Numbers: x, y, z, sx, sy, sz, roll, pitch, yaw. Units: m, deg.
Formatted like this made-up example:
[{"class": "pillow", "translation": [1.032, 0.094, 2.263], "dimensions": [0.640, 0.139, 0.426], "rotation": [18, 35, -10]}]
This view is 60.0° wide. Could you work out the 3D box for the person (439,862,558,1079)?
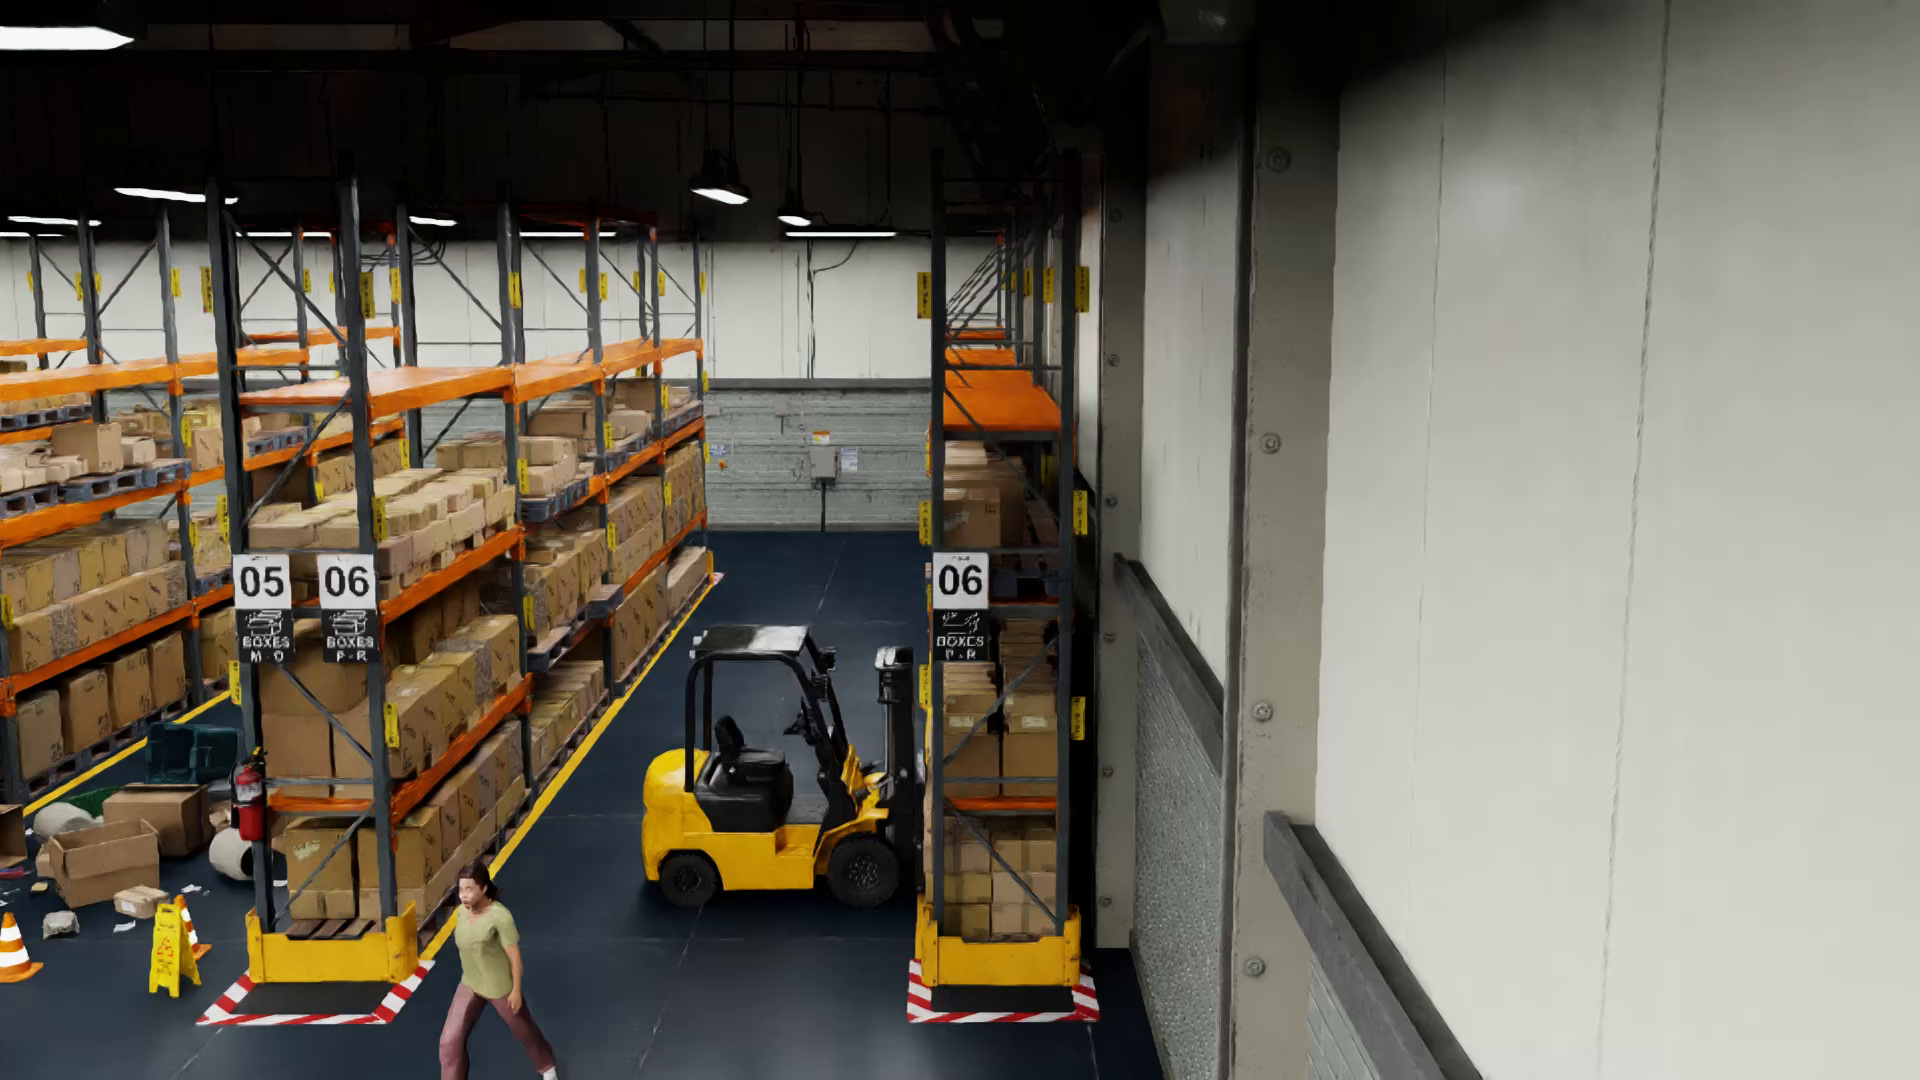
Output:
[{"class": "person", "translation": [-2.893, 2.748, 10.294], "dimensions": [0.488, 1.611, 0.957], "rotation": [4, 10, 21]}]
